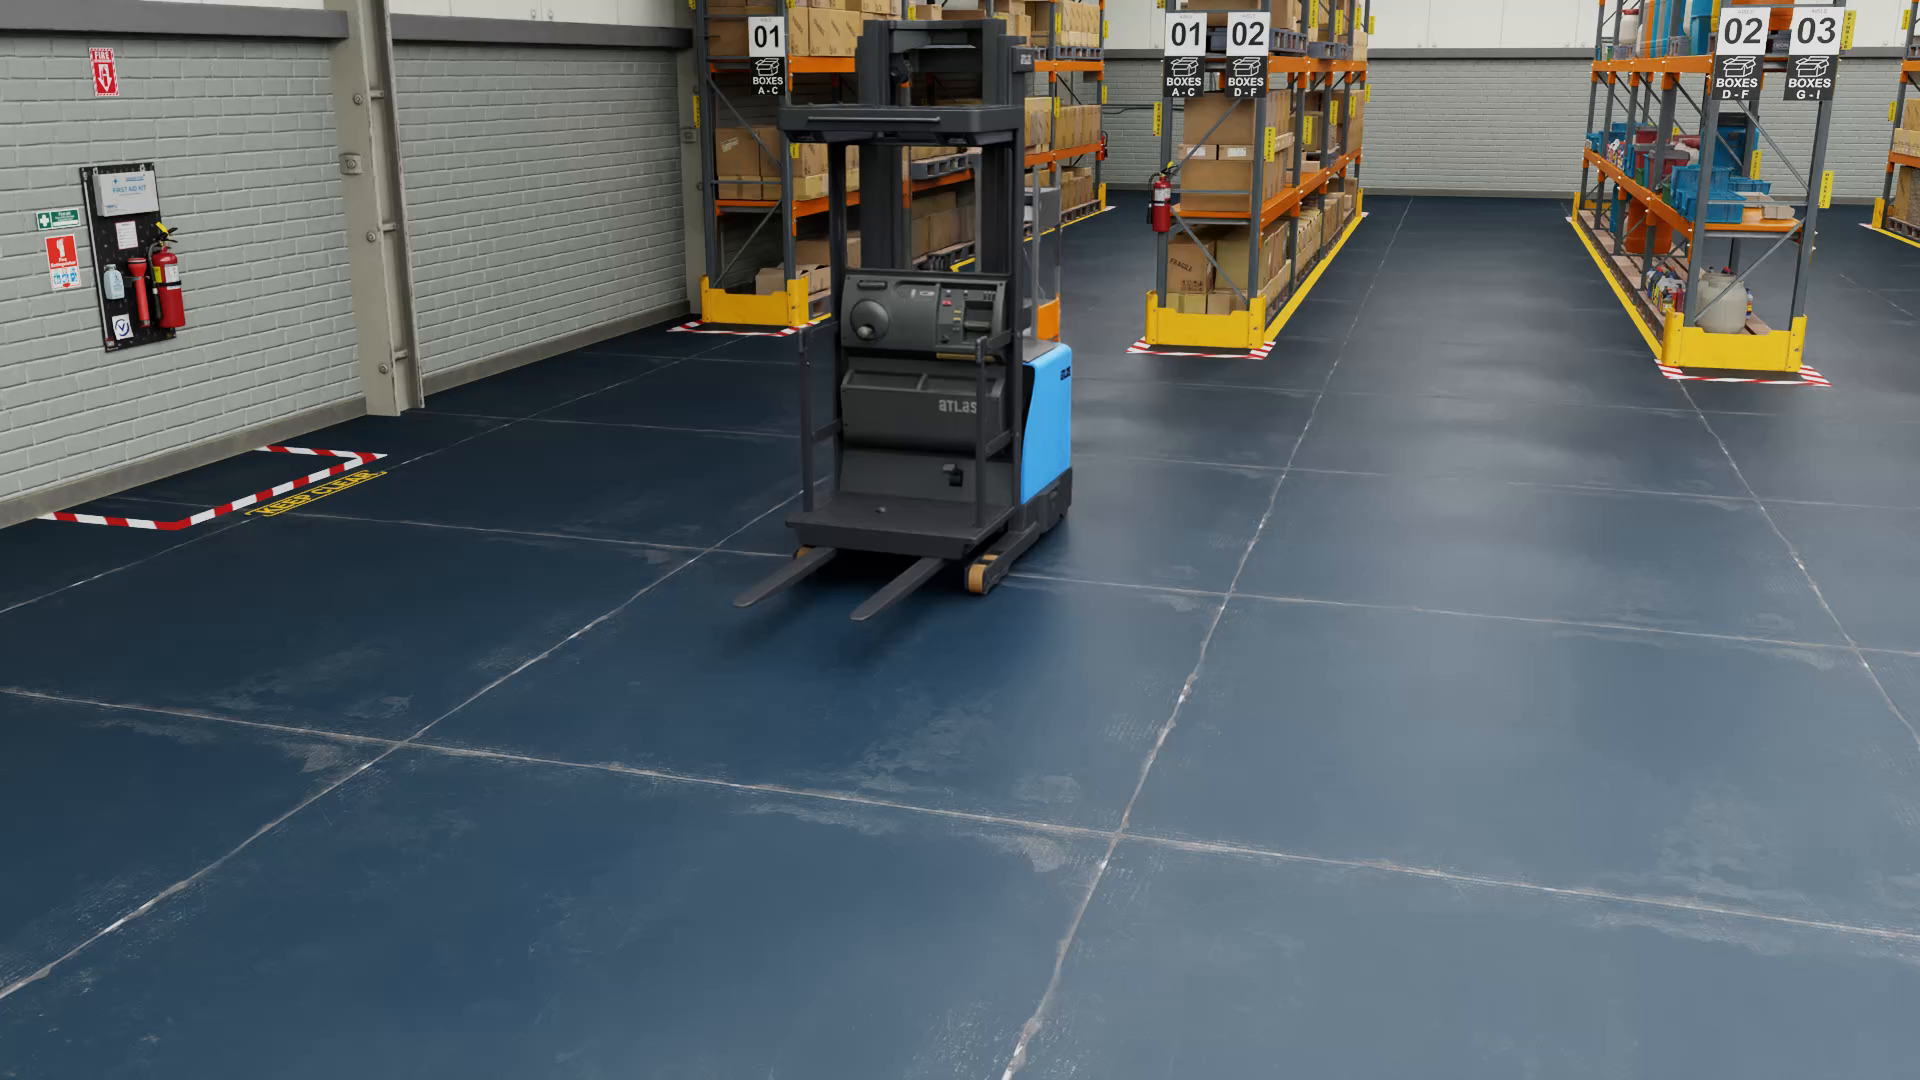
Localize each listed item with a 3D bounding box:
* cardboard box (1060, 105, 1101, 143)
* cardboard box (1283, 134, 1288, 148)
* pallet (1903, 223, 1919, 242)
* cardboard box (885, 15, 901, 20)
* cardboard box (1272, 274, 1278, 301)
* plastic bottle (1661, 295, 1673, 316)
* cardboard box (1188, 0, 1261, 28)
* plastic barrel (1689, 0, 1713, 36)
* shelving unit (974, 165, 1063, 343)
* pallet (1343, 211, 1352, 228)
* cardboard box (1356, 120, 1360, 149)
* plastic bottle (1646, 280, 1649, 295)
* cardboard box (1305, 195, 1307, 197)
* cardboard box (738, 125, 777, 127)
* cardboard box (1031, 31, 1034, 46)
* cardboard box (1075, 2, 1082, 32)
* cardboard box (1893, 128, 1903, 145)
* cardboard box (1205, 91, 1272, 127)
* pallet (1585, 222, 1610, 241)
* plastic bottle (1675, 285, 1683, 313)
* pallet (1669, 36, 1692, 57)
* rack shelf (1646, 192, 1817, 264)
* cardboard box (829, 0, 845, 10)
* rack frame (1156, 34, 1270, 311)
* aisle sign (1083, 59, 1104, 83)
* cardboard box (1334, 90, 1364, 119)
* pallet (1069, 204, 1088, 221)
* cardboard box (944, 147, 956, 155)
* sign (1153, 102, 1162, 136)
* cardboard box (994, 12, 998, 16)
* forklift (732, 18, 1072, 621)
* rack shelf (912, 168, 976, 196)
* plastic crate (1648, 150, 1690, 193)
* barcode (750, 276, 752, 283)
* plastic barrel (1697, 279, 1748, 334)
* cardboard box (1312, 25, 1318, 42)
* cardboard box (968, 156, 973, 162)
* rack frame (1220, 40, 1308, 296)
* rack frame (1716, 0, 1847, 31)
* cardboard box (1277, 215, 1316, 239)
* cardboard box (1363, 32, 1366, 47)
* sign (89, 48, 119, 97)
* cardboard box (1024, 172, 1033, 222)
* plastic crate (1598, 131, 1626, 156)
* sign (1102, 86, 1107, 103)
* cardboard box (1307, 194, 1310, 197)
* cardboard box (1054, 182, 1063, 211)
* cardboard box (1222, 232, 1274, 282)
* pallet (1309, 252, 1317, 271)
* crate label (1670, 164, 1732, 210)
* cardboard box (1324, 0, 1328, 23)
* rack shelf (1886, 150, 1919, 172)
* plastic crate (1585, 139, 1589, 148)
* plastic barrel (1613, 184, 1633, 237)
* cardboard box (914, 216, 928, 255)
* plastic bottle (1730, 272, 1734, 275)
[{"bbox_3d":[2.139,-8.015,32.040,0.980,0.700,0.700,5,17,18],"label":"cardboard box"},{"bbox_3d":[3.599,-4.621,19.253,0.380,0.149,0.250,4,16,14],"label":"cardboard box"},{"bbox_3d":[16.021,-4.977,26.991,1.003,0.211,1.213,5,16,16],"label":"pallet"},{"bbox_3d":[-1.043,-6.214,20.524,0.500,0.500,0.500,5,17,17],"label":"cardboard box"},{"bbox_3d":[3.272,-2.830,18.580,0.500,0.250,0.500,5,16,16],"label":"cardboard box"},{"bbox_3d":[7.328,-2.430,17.223,0.097,0.201,0.097,0,16,0],"label":"plastic bottle"},{"bbox_3d":[2.646,-5.348,16.474,0.797,0.503,0.637,6,17,20],"label":"cardboard box"},{"bbox_3d":[7.978,-5.731,17.353,0.600,0.901,0.708,5,16,16],"label":"plastic barrel"},{"bbox_3d":[0.366,-1.296,10.552,0.431,2.100,0.503,5,17,19],"label":"shelving unit"},{"bbox_3d":[6.429,-5.733,29.656,1.003,0.211,1.213,5,16,16],"label":"pallet"},{"bbox_3d":[6.868,-7.265,29.764,0.500,0.500,0.500,5,17,16],"label":"cardboard box"},{"bbox_3d":[7.794,-2.860,18.737,0.097,0.201,0.097,0,16,0],"label":"plastic bottle"},{"bbox_3d":[5.233,-5.576,26.390,0.500,0.250,0.500,5,16,16],"label":"cardboard box"},{"bbox_3d":[-2.190,-4.388,18.666,0.500,0.500,0.500,5,17,17],"label":"cardboard box"},{"bbox_3d":[1.108,-8.777,29.100,0.500,0.250,0.500,5,17,16],"label":"cardboard box"},{"bbox_3d":[1.885,-9.369,29.816,0.500,0.500,0.500,5,17,16],"label":"cardboard box"},{"bbox_3d":[16.127,-6.819,28.102,0.500,0.250,0.500,4,16,14],"label":"cardboard box"},{"bbox_3d":[2.925,-4.513,17.682,0.700,0.500,0.500,5,16,16],"label":"cardboard box"},{"bbox_3d":[10.808,-5.044,27.225,1.003,0.211,1.213,5,16,16],"label":"pallet"},{"bbox_3d":[7.528,-2.526,17.408,0.061,0.283,0.133,5,16,16],"label":"plastic bottle"},{"bbox_3d":[8.252,-5.253,17.701,1.213,0.211,1.003,5,16,16],"label":"pallet"},{"bbox_3d":[7.795,-3.228,17.030,1.077,0.370,4.000,5,16,16],"label":"rack shelf"},{"bbox_3d":[-1.604,-6.145,18.447,0.500,0.500,0.500,5,17,17],"label":"cardboard box"},{"bbox_3d":[2.478,-3.436,16.445,1.000,3.000,0.127,5,16,16],"label":"rack frame"},{"bbox_3d":[2.583,-9.251,32.184,0.394,0.787,0.004,5,16,16],"label":"aisle sign"},{"bbox_3d":[7.020,-7.881,30.101,0.500,0.500,0.500,5,17,17],"label":"cardboard box"},{"bbox_3d":[1.774,-6.130,31.054,1.003,0.211,1.213,5,16,16],"label":"pallet"},{"bbox_3d":[-0.456,-5.720,23.510,0.700,0.500,0.500,5,16,16],"label":"cardboard box"},{"bbox_3d":[1.962,-4.152,16.416,0.100,0.325,0.005,5,16,16],"label":"sign"},{"bbox_3d":[0.184,-7.889,25.658,0.700,0.500,0.500,4,16,13],"label":"cardboard box"},{"bbox_3d":[-0.272,-1.244,8.845,1.130,2.935,3.031,5,17,19],"label":"forklift"},{"bbox_3d":[-0.567,-5.042,23.428,1.077,0.370,4.000,5,16,16],"label":"rack shelf"},{"bbox_3d":[8.207,-4.278,19.298,0.402,0.464,0.583,5,16,16],"label":"plastic crate"},{"bbox_3d":[-2.368,-2.951,18.841,0.001,0.075,0.075,5,16,16],"label":"barcode"},{"bbox_3d":[7.340,-2.234,15.997,0.421,0.512,0.421,0,16,0],"label":"plastic barrel"},{"bbox_3d":[4.545,-6.840,22.456,0.500,0.250,0.500,5,17,17],"label":"cardboard box"},{"bbox_3d":[0.317,-5.869,25.447,0.380,0.149,0.250,4,16,15],"label":"cardboard box"},{"bbox_3d":[3.615,-4.482,20.134,1.000,3.000,0.127,5,16,16],"label":"rack frame"},{"bbox_3d":[7.226,-5.937,14.269,1.000,3.000,0.127,5,16,16],"label":"rack frame"},{"bbox_3d":[4.551,-4.253,22.569,0.500,0.311,0.500,5,16,16],"label":"cardboard box"},{"bbox_3d":[6.982,-8.948,29.741,0.500,0.250,0.500,5,16,16],"label":"cardboard box"},{"bbox_3d":[-5.444,-2.977,10.578,0.001,0.298,0.199,5,16,16],"label":"sign"},{"bbox_3d":[0.828,-5.713,27.645,0.750,0.750,0.750,5,17,18],"label":"cardboard box"},{"bbox_3d":[10.442,-6.360,26.674,0.392,0.384,0.575,5,16,16],"label":"plastic crate"},{"bbox_3d":[2.791,-8.630,32.202,0.100,0.325,0.005,5,16,16],"label":"sign"},{"bbox_3d":[5.376,-5.336,26.920,0.500,0.500,0.500,5,17,17],"label":"cardboard box"},{"bbox_3d":[1.449,-6.145,29.810,0.700,0.500,0.500,5,17,17],"label":"cardboard box"},{"bbox_3d":[3.114,-3.061,18.021,0.500,0.500,0.500,5,16,16],"label":"cardboard box"},{"bbox_3d":[4.480,-3.975,23.456,1.003,0.211,1.213,5,16,16],"label":"pallet"},{"bbox_3d":[7.490,-3.570,16.854,0.502,0.435,0.616,5,16,16],"label":"crate label"},{"bbox_3d":[5.172,-7.881,24.606,0.500,0.500,0.500,5,16,16],"label":"cardboard box"},{"bbox_3d":[15.954,-5.983,26.745,1.077,0.370,4.000,5,16,16],"label":"rack shelf"},{"bbox_3d":[11.217,-7.022,29.462,0.250,0.136,0.298,5,16,16],"label":"plastic crate"},{"bbox_3d":[10.264,-5.056,25.235,0.600,0.901,0.708,5,16,16],"label":"plastic barrel"},{"bbox_3d":[-0.844,-4.207,22.940,0.700,0.500,0.500,4,16,15],"label":"cardboard box"},{"bbox_3d":[8.310,-2.709,17.930,0.144,0.351,0.185,5,16,16],"label":"plastic bottle"}]
